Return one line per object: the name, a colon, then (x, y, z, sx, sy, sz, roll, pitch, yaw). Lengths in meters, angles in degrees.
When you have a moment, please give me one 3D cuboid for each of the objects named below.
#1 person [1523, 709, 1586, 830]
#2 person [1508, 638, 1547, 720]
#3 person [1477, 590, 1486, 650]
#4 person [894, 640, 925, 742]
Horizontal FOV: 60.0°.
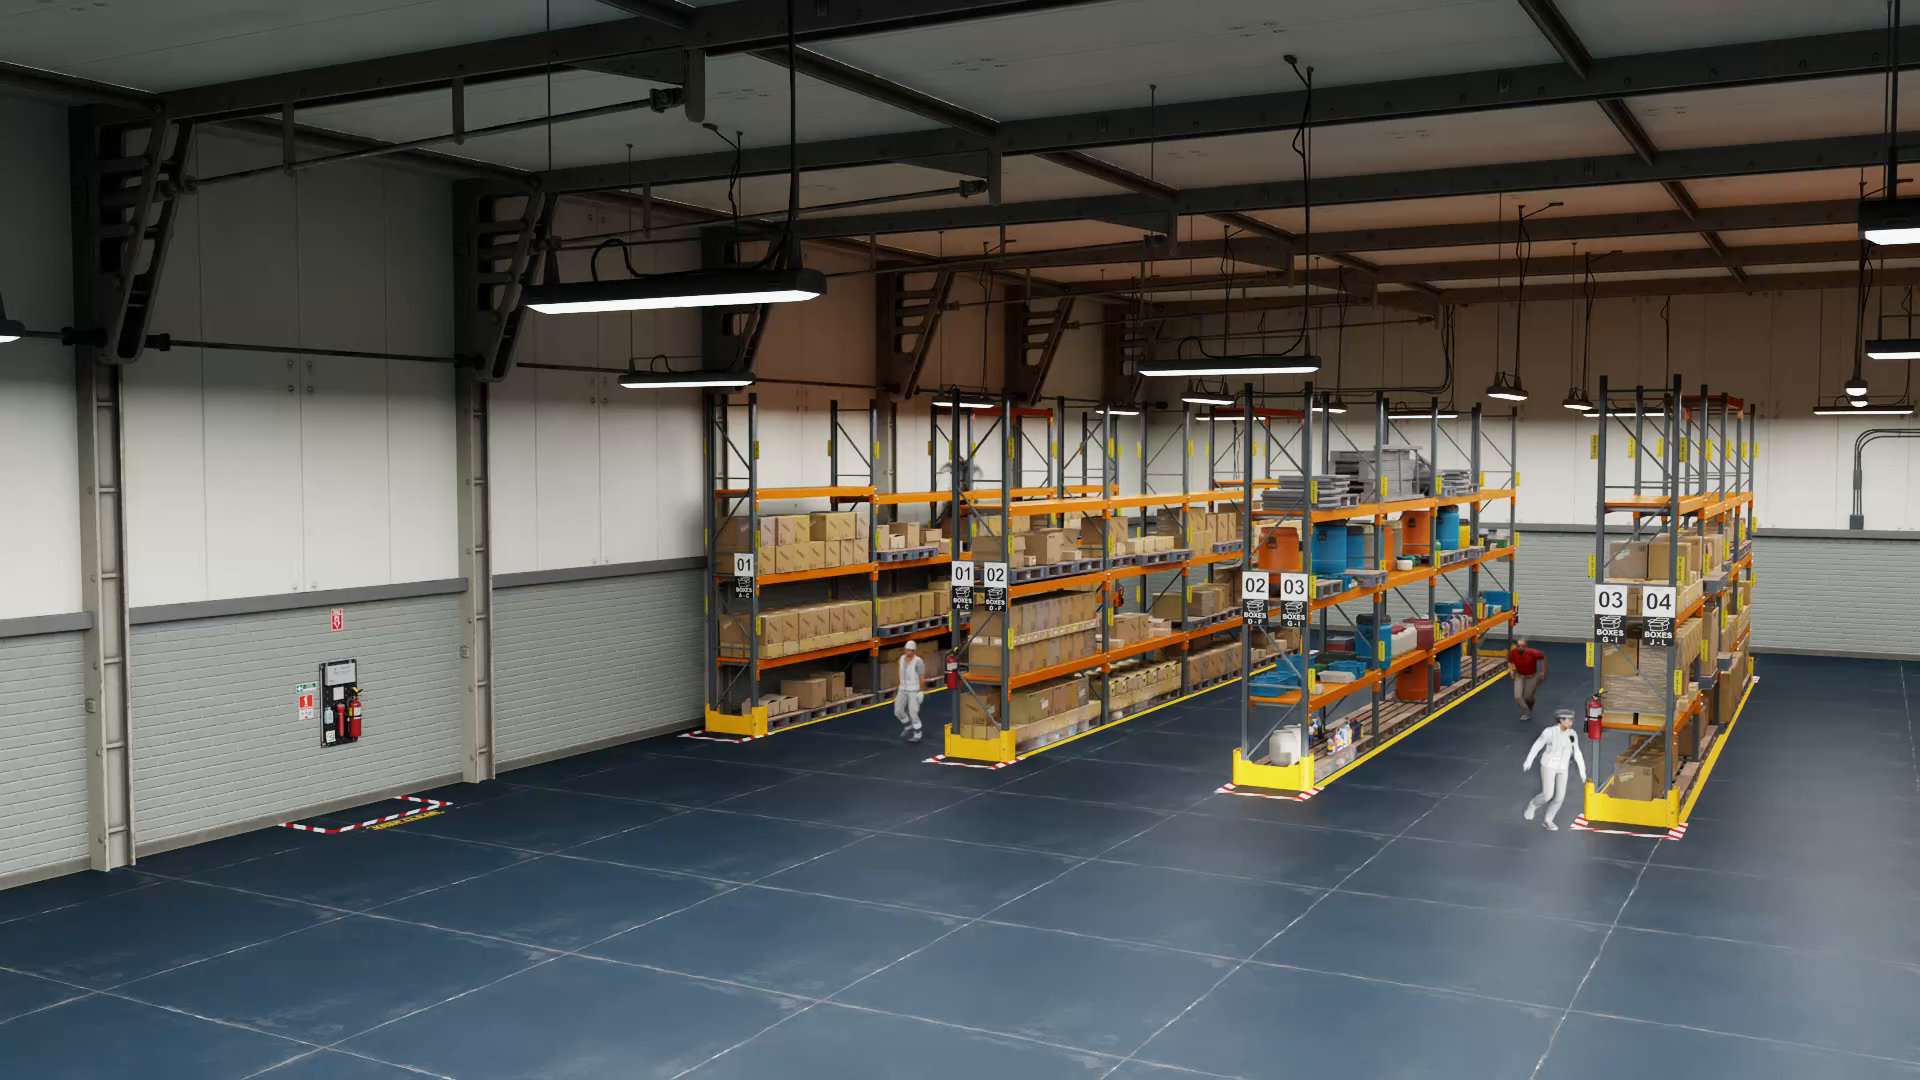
person: (7.818, 3.007, 21.886, 0.641, 1.614, 0.621, 0, 3, -9)
person: (10.487, 2.569, 30.730, 0.686, 1.556, 0.849, 2, 4, 33)
person: (12.367, 2.009, 39.813, 0.508, 1.653, 0.538, 0, 3, 4)
person: (-0.832, 2.571, 28.403, 0.585, 1.748, 0.518, 2, 4, 33)
